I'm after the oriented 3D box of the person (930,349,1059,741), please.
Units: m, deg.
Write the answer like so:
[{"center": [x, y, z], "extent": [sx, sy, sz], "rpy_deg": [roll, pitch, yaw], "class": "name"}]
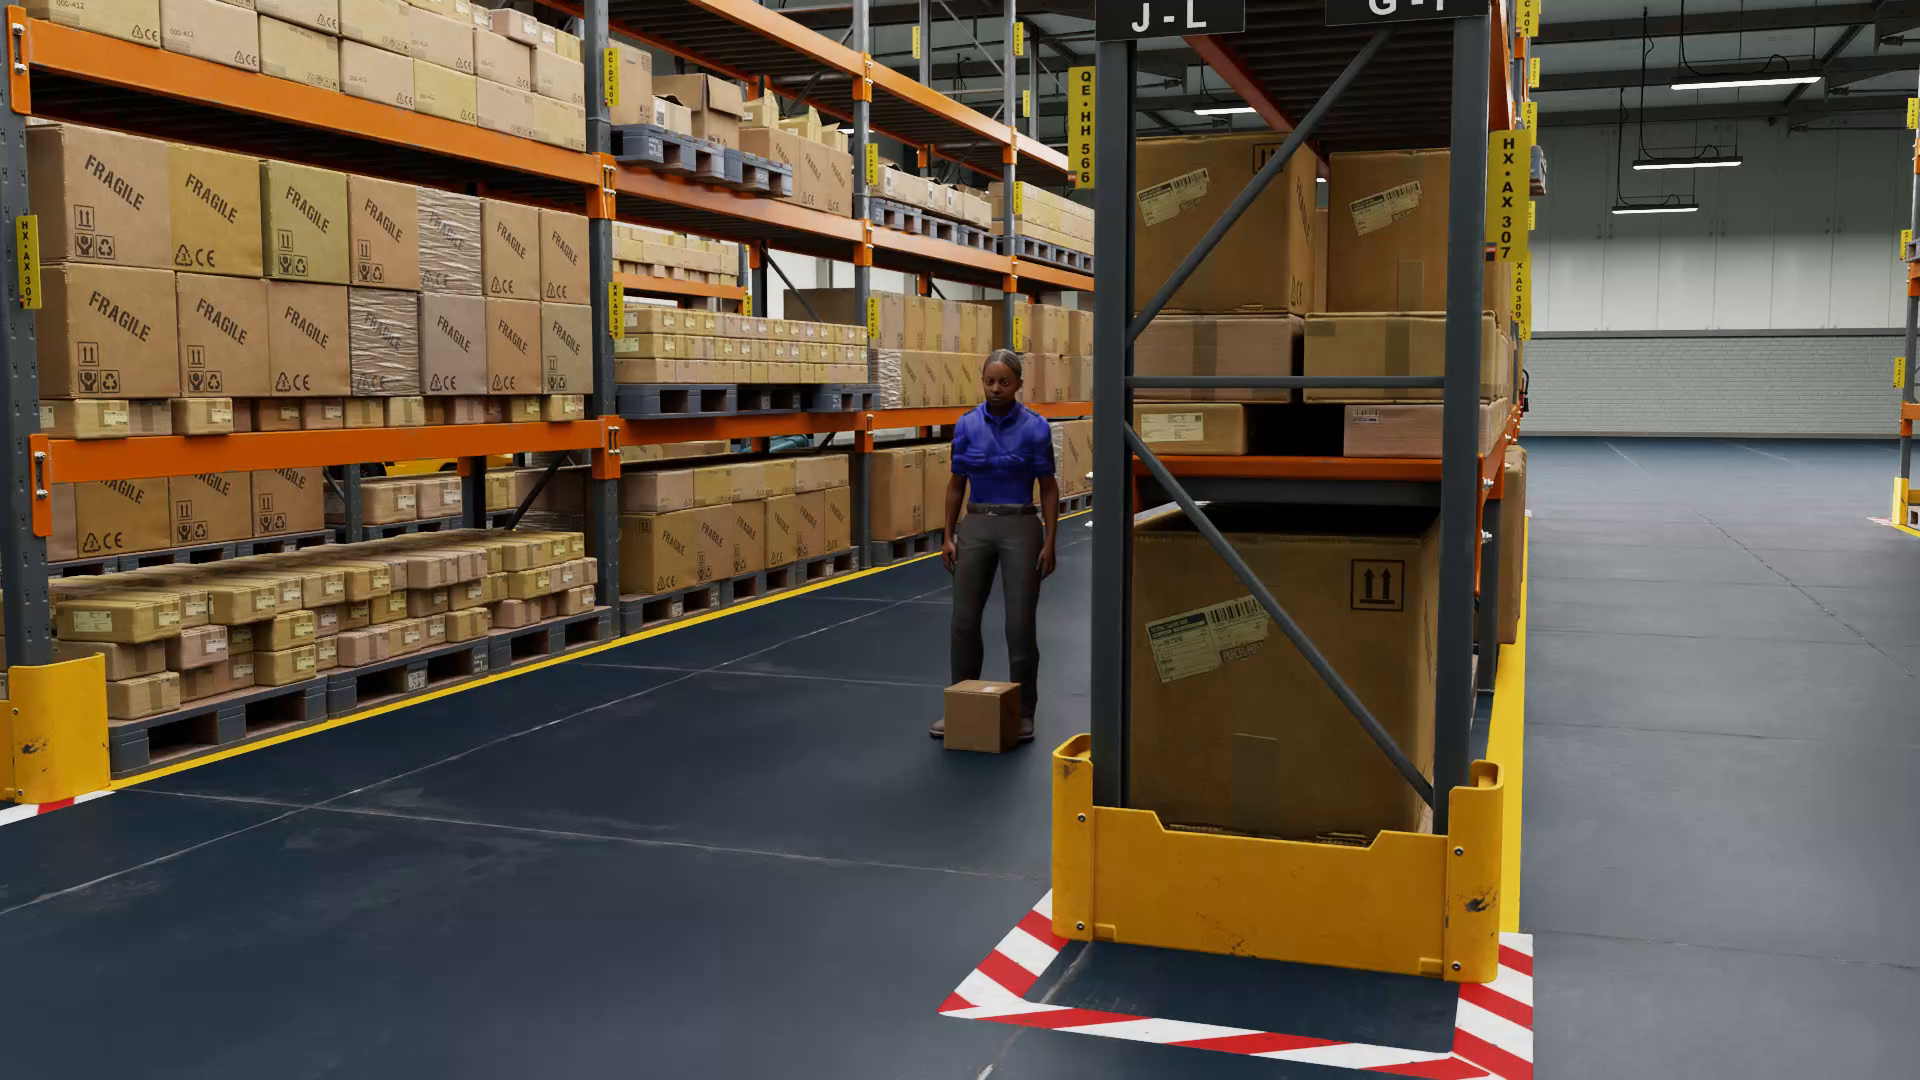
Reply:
[{"center": [0.155, 0.015, 7.110], "extent": [0.533, 1.654, 0.352], "rpy_deg": [1, 6, 15], "class": "person"}]
